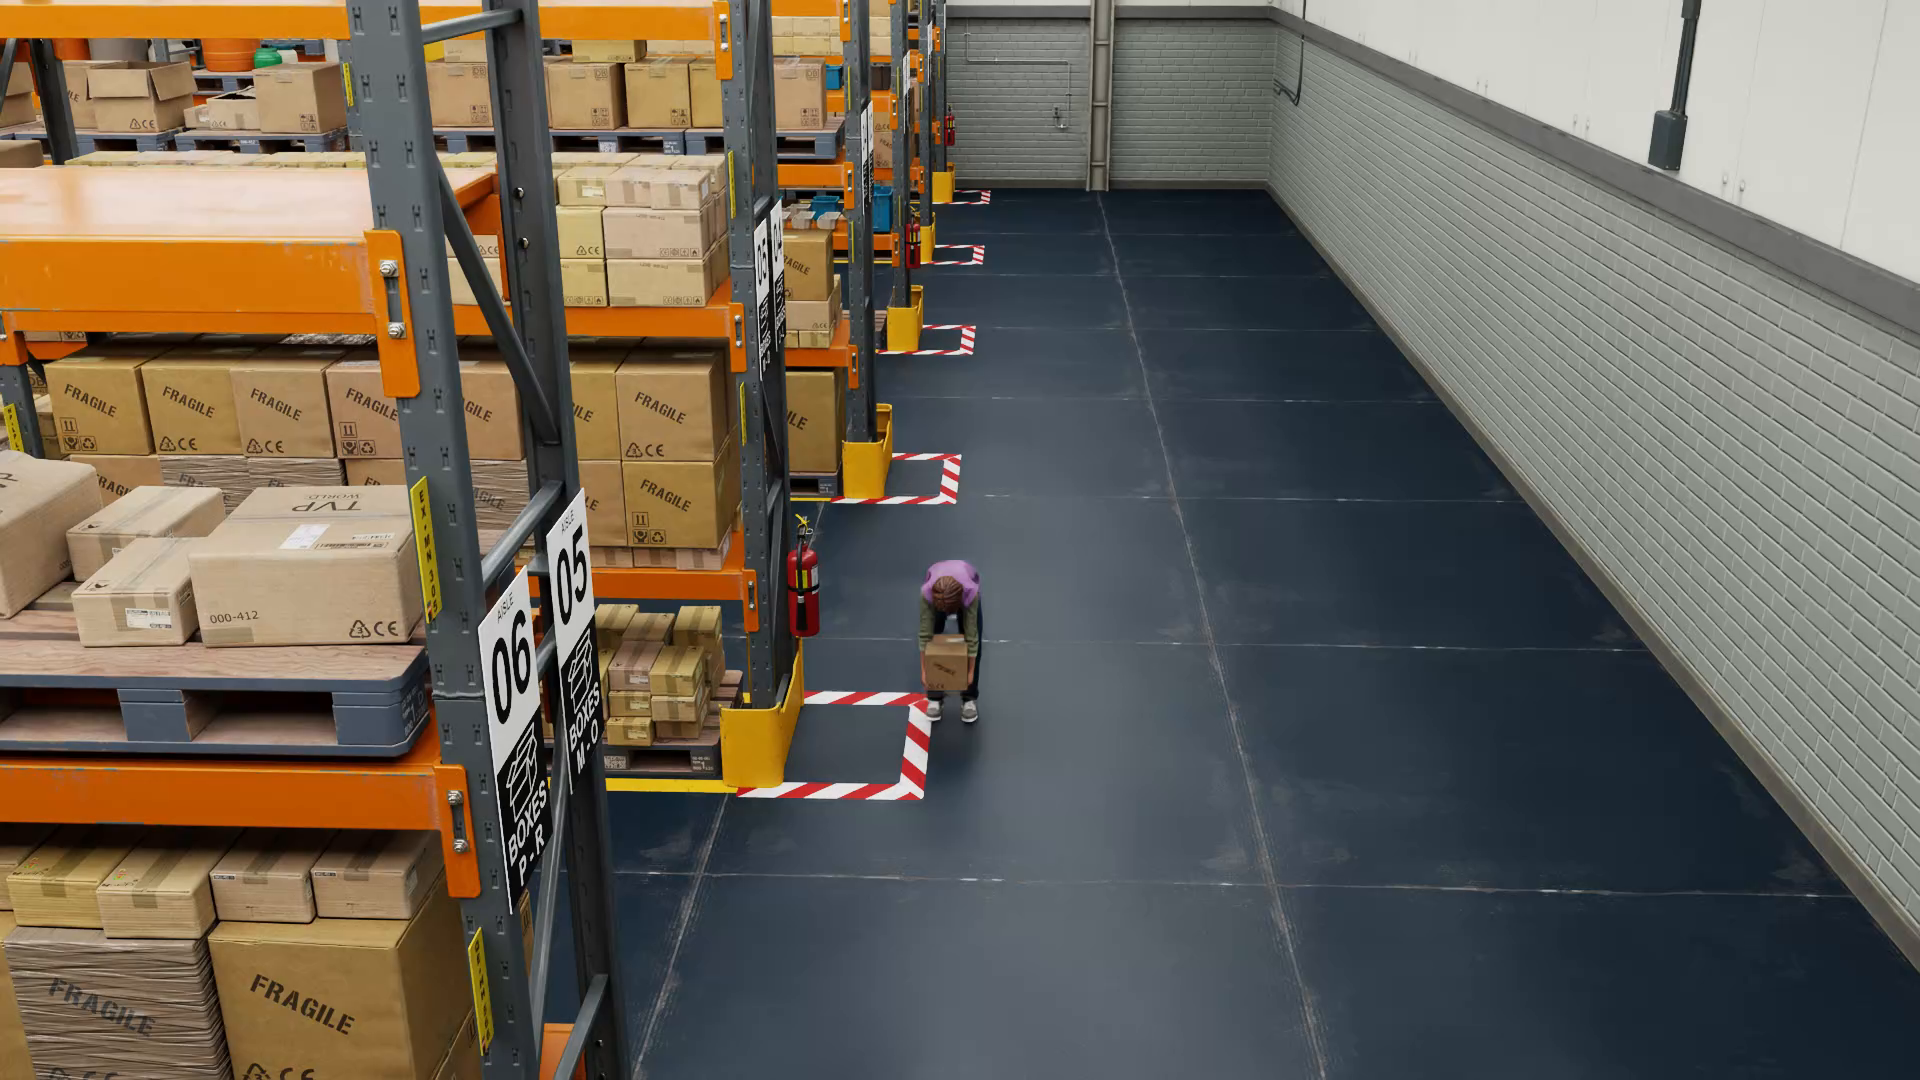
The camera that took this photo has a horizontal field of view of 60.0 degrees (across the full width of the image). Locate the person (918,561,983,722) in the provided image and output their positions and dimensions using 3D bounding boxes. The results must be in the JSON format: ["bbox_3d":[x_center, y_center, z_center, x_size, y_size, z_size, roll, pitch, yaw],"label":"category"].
[{"bbox_3d":[-0.065,0.640,10.078,0.385,1.139,0.848,1,21,3],"label":"person"}]
